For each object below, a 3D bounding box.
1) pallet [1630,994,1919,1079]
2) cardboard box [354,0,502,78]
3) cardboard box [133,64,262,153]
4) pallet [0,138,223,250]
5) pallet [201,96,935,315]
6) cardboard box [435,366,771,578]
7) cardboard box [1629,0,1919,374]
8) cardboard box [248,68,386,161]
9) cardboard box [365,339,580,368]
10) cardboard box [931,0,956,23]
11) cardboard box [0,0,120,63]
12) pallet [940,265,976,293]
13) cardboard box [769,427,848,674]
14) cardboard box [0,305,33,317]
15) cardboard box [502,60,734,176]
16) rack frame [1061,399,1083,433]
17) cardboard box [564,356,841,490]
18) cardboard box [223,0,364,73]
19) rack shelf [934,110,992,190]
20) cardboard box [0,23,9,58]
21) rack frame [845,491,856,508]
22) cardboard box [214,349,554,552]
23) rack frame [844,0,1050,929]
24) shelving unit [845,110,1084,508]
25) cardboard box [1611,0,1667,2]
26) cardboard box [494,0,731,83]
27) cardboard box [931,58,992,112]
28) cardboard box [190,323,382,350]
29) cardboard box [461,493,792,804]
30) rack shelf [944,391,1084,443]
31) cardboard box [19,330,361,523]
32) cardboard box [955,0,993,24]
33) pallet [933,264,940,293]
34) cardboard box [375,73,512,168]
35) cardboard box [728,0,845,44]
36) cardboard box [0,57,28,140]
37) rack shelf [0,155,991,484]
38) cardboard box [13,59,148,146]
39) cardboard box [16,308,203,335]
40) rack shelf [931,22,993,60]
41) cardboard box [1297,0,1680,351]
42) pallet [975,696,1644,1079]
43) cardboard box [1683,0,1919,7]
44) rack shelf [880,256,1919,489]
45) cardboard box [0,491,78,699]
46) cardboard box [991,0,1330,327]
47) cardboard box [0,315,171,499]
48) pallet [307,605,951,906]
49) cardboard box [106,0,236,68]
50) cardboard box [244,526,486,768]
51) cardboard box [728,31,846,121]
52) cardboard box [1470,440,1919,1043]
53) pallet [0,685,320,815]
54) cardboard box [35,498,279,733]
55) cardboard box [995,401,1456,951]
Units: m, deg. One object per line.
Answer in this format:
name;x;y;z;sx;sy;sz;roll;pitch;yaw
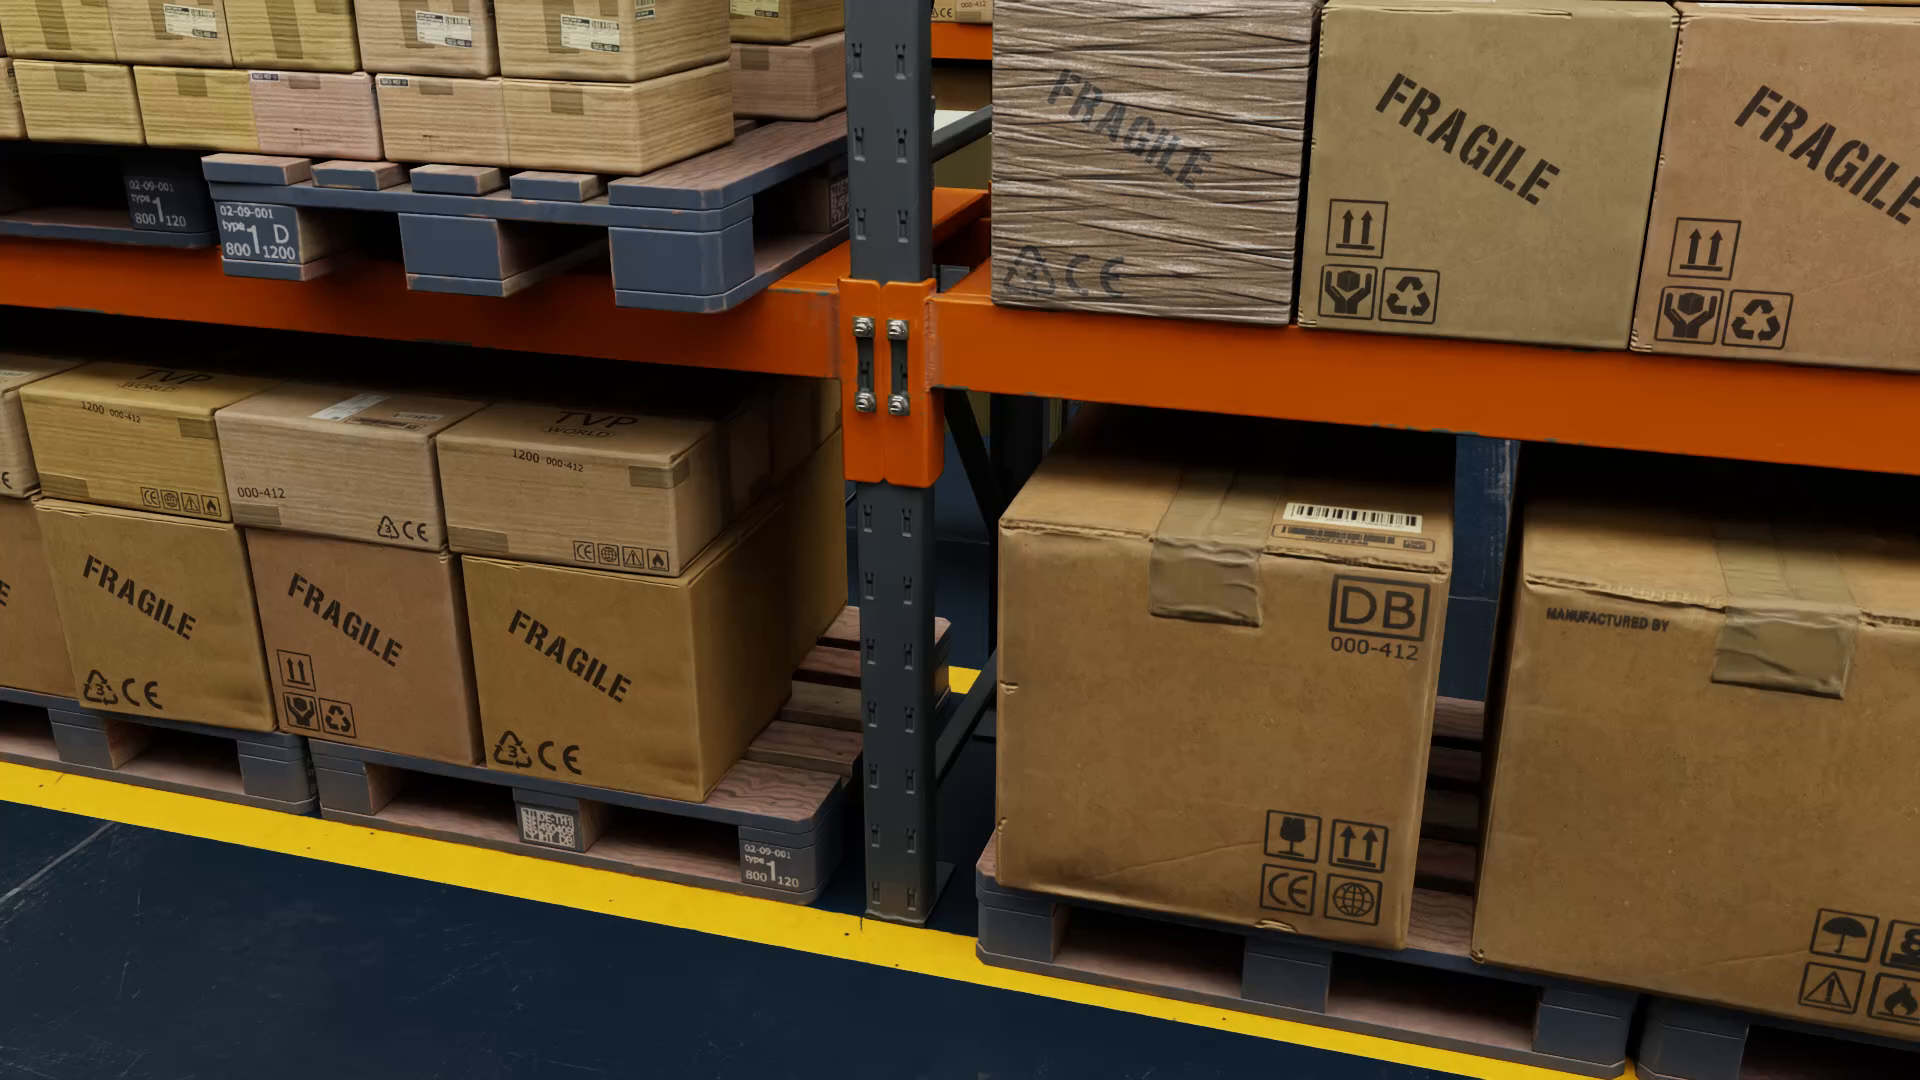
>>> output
pallet;1.908;0.748;3.169;1.213;0.211;1.003;7;23;16
cardboard box;-0.849;-0.924;2.955;0.250;0.149;0.380;7;23;18
cardboard box;-1.315;-0.840;3.144;0.250;0.149;0.380;6;23;15
pallet;-1.896;-0.904;3.774;1.213;0.211;1.003;7;23;16
pallet;-0.702;-0.741;3.378;1.003;0.211;1.213;7;23;16
cardboard box;-0.719;-0.155;3.448;0.500;0.250;0.500;6;23;14
cardboard box;1.333;-0.580;2.599;0.500;0.500;0.500;7;23;15
cardboard box;-1.077;-0.812;3.074;0.250;0.149;0.380;7;23;16
cardboard box;-1.065;-0.395;4.032;0.500;0.250;0.500;6;23;15
cardboard box;-0.186;-2.603;7.862;0.500;0.250;0.500;6;23;15
cardboard box;-1.579;-1.007;3.159;0.250;0.149;0.380;6;23;15
pallet;0.611;-1.424;8.463;1.213;0.211;1.003;7;23;16
cardboard box;-0.592;0.001;4.055;0.500;0.500;0.500;6;23;13
cardboard box;-2.544;-0.563;4.442;0.500;0.250;0.500;8;24;18
cardboard box;-0.594;-0.756;2.938;0.250;0.149;0.380;7;23;16
rack frame;0.357;-0.653;4.886;0.023;1.500;0.400;7;23;16
cardboard box;-0.579;-0.339;3.896;0.500;0.250;0.500;5;23;13
cardboard box;-1.102;-0.952;3.023;0.250;0.149;0.380;7;23;17
rack shelf;0.006;-1.054;4.836;0.720;0.370;0.431;7;23;16
cardboard box;-1.829;-1.036;3.228;0.250;0.149;0.380;7;23;17
rack frame;-0.344;-0.733;5.081;0.023;1.500;0.400;7;23;16
cardboard box;-1.206;-0.207;3.573;0.500;0.250;0.500;7;23;16
rack frame;0.011;-0.791;3.245;0.127;3.000;1.000;7;23;16
shelving unit;0.006;-0.693;4.984;0.755;1.500;0.431;7;23;16
cardboard box;0.923;-1.192;2.774;0.500;0.500;0.700;6;23;15
cardboard box;-0.593;-0.895;2.885;0.250;0.149;0.380;7;23;17
cardboard box;-0.146;-2.017;8.481;0.875;0.875;0.875;7;23;16
cardboard box;-1.535;-0.454;4.175;0.500;0.250;0.500;7;23;16
cardboard box;-0.694;0.194;3.584;0.500;0.500;0.500;6;23;15
rack shelf;0.006;-0.392;5.107;0.720;0.370;0.431;7;23;16
cardboard box;-1.688;-0.268;3.723;0.500;0.250;0.500;7;23;17
cardboard box;0.291;-2.542;7.713;0.500;0.250;0.500;7;23;16
pallet;-0.553;-1.558;8.791;1.213;0.211;1.003;7;23;16
cardboard box;-0.831;-0.784;3.006;0.250;0.149;0.380;6;23;15
cardboard box;-0.393;-1.132;3.464;0.250;0.149;0.380;8;24;18
cardboard box;-1.820;-0.898;3.285;0.250;0.149;0.380;7;23;17
rack shelf;-1.904;-0.677;3.916;4.000;0.370;1.077;7;23;16
cardboard box;-1.573;-0.869;3.215;0.250;0.149;0.380;6;23;13
cardboard box;-2.034;-0.510;4.314;0.500;0.250;0.500;5;23;13
rack shelf;-0.570;-2.487;8.328;4.000;0.370;1.077;7;23;16
cardboard box;0.851;-0.635;2.734;0.500;0.500;0.500;6;23;15
pallet;0.744;0.613;3.497;1.213;0.211;1.003;7;23;16
cardboard box;1.415;-1.136;2.639;0.500;0.500;0.700;6;23;15
rack shelf;1.926;-0.239;2.847;4.000;0.370;1.077;7;23;16
cardboard box;-2.175;0.020;4.009;0.500;0.500;0.500;7;23;16
cardboard box;0.363;-0.690;2.867;0.500;0.500;0.500;7;23;16
cardboard box;-2.190;-0.322;3.855;0.500;0.250;0.500;7;23;18
pallet;-0.737;0.413;3.985;1.213;0.211;1.003;7;23;16
cardboard box;-1.341;-0.979;3.091;0.250;0.149;0.380;7;23;16
cardboard box;-1.190;0.136;3.726;0.500;0.500;0.500;8;23;18
cardboard box;-0.359;-0.991;3.512;0.250;0.149;0.380;6;23;15
cardboard box;1.406;0.250;3.119;0.750;0.750;1.050;7;23;16
pallet;-1.901;0.279;4.312;1.213;0.211;1.003;7;23;16
cardboard box;-1.701;0.084;3.853;0.500;0.500;0.500;5;23;13
cardboard box;0.568;0.155;3.350;0.750;0.750;1.050;6;23;15
